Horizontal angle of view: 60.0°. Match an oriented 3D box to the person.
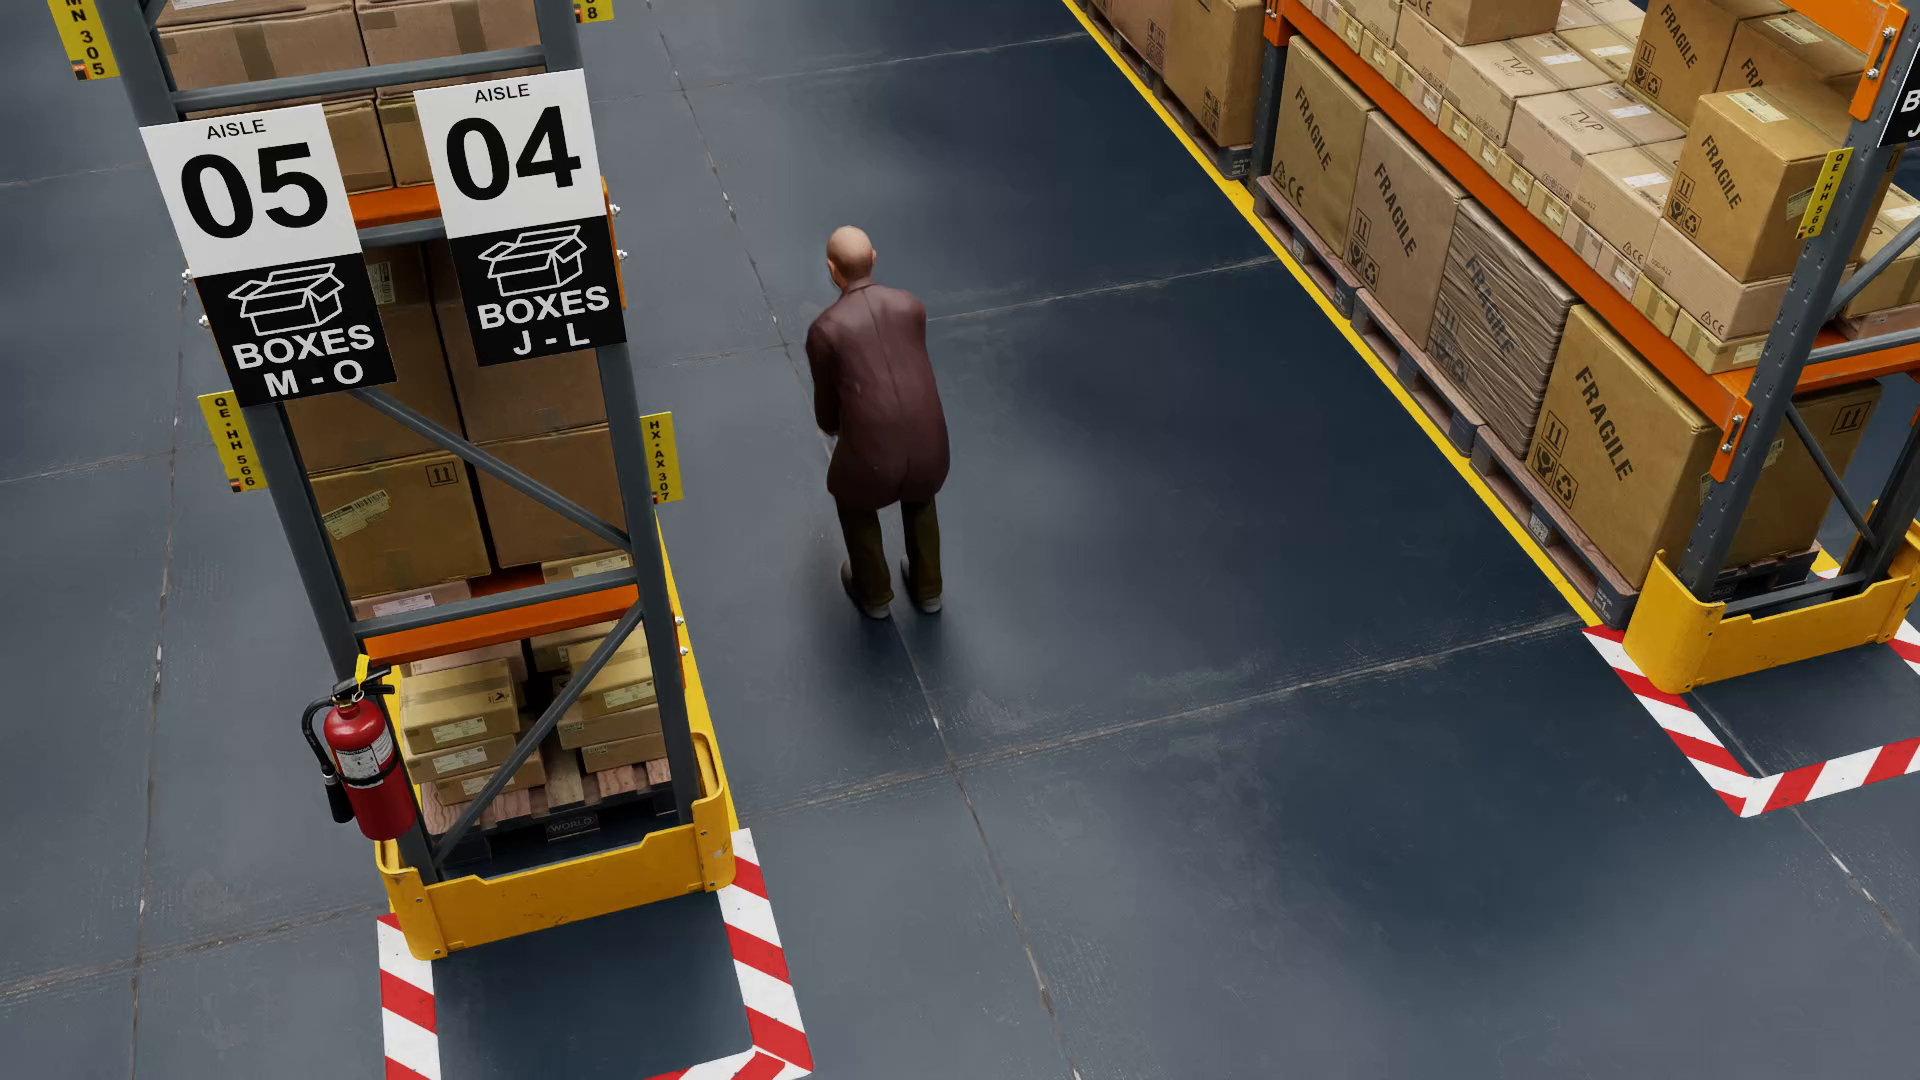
[{"bbox_3d":[-0.324,-0.445,6.743,0.536,1.689,0.638,-16,44,-17],"label":"person"}]
